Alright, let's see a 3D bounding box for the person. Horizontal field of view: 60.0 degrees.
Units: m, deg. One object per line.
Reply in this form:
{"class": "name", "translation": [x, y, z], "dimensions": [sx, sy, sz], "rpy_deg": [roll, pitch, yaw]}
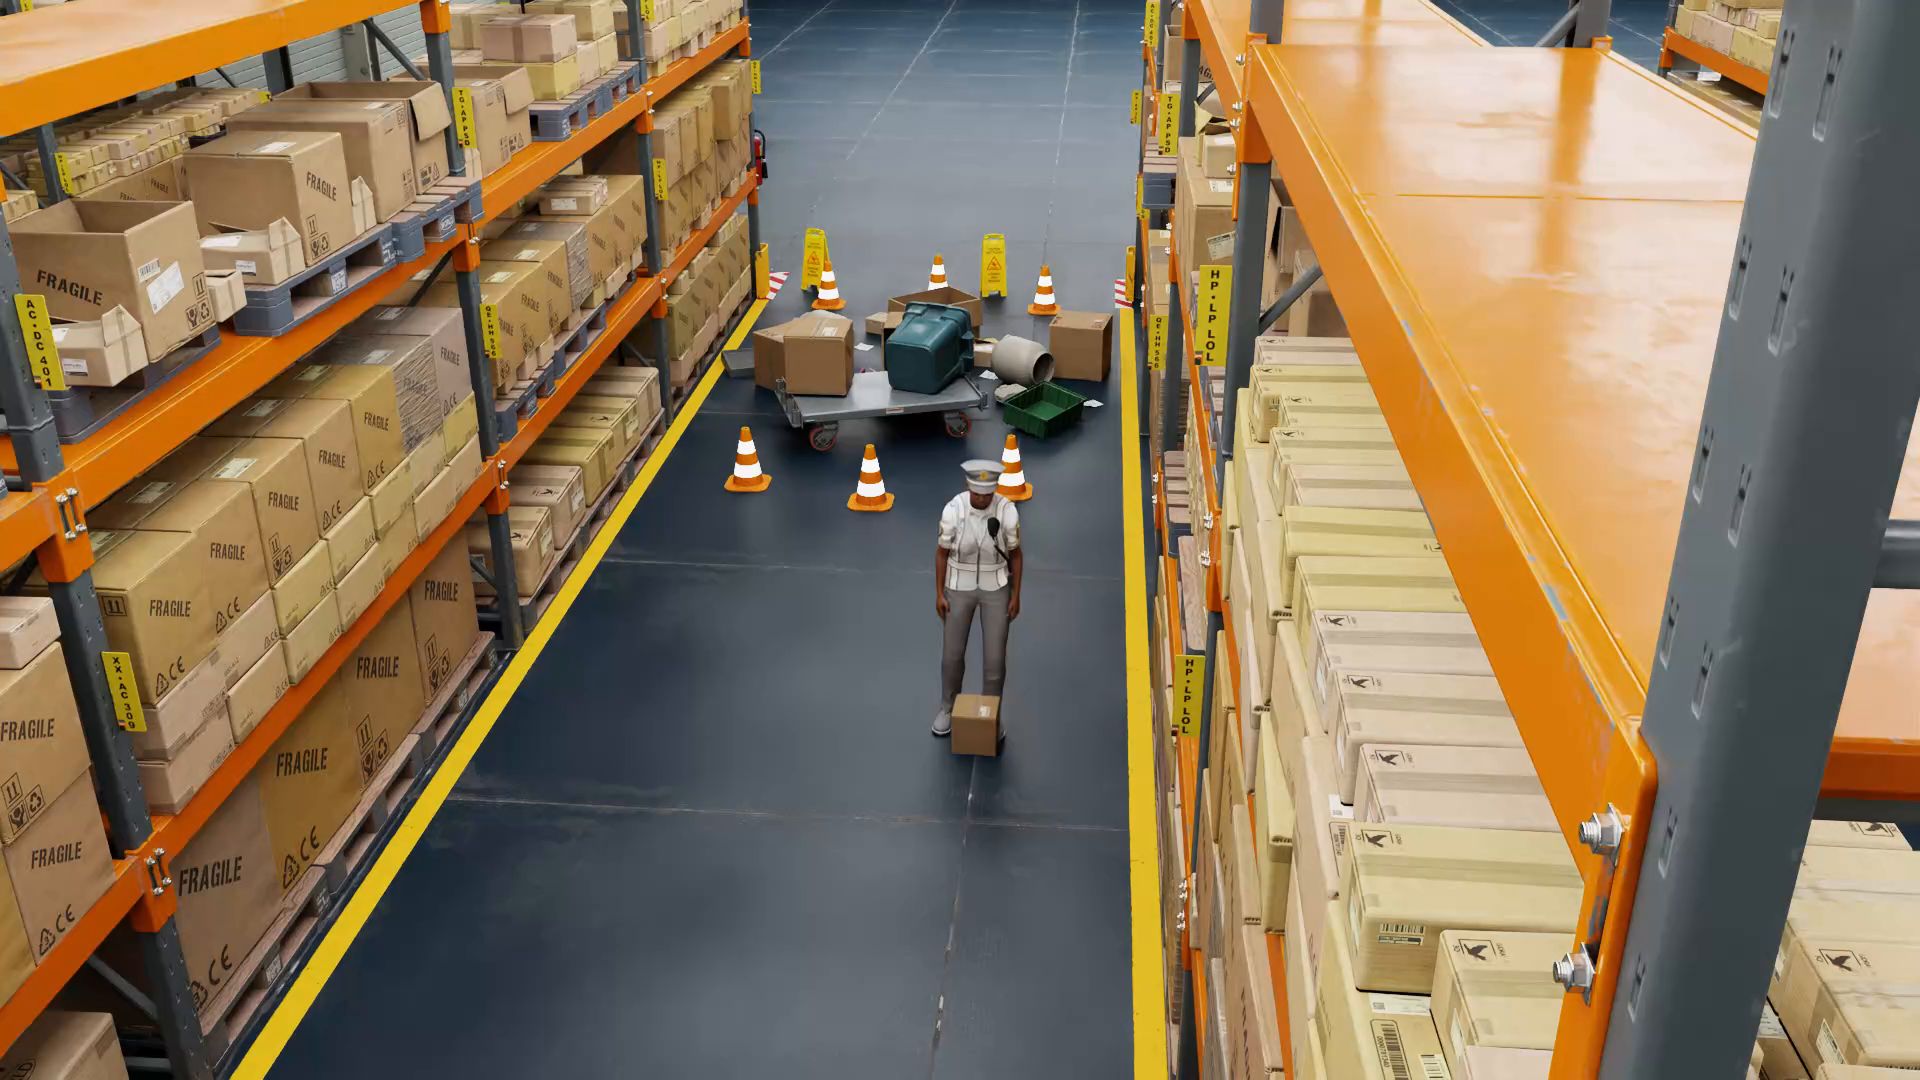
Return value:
{"class": "person", "translation": [0.094, 0.314, 9.309], "dimensions": [0.509, 1.658, 0.425], "rpy_deg": [1, 25, 2]}
